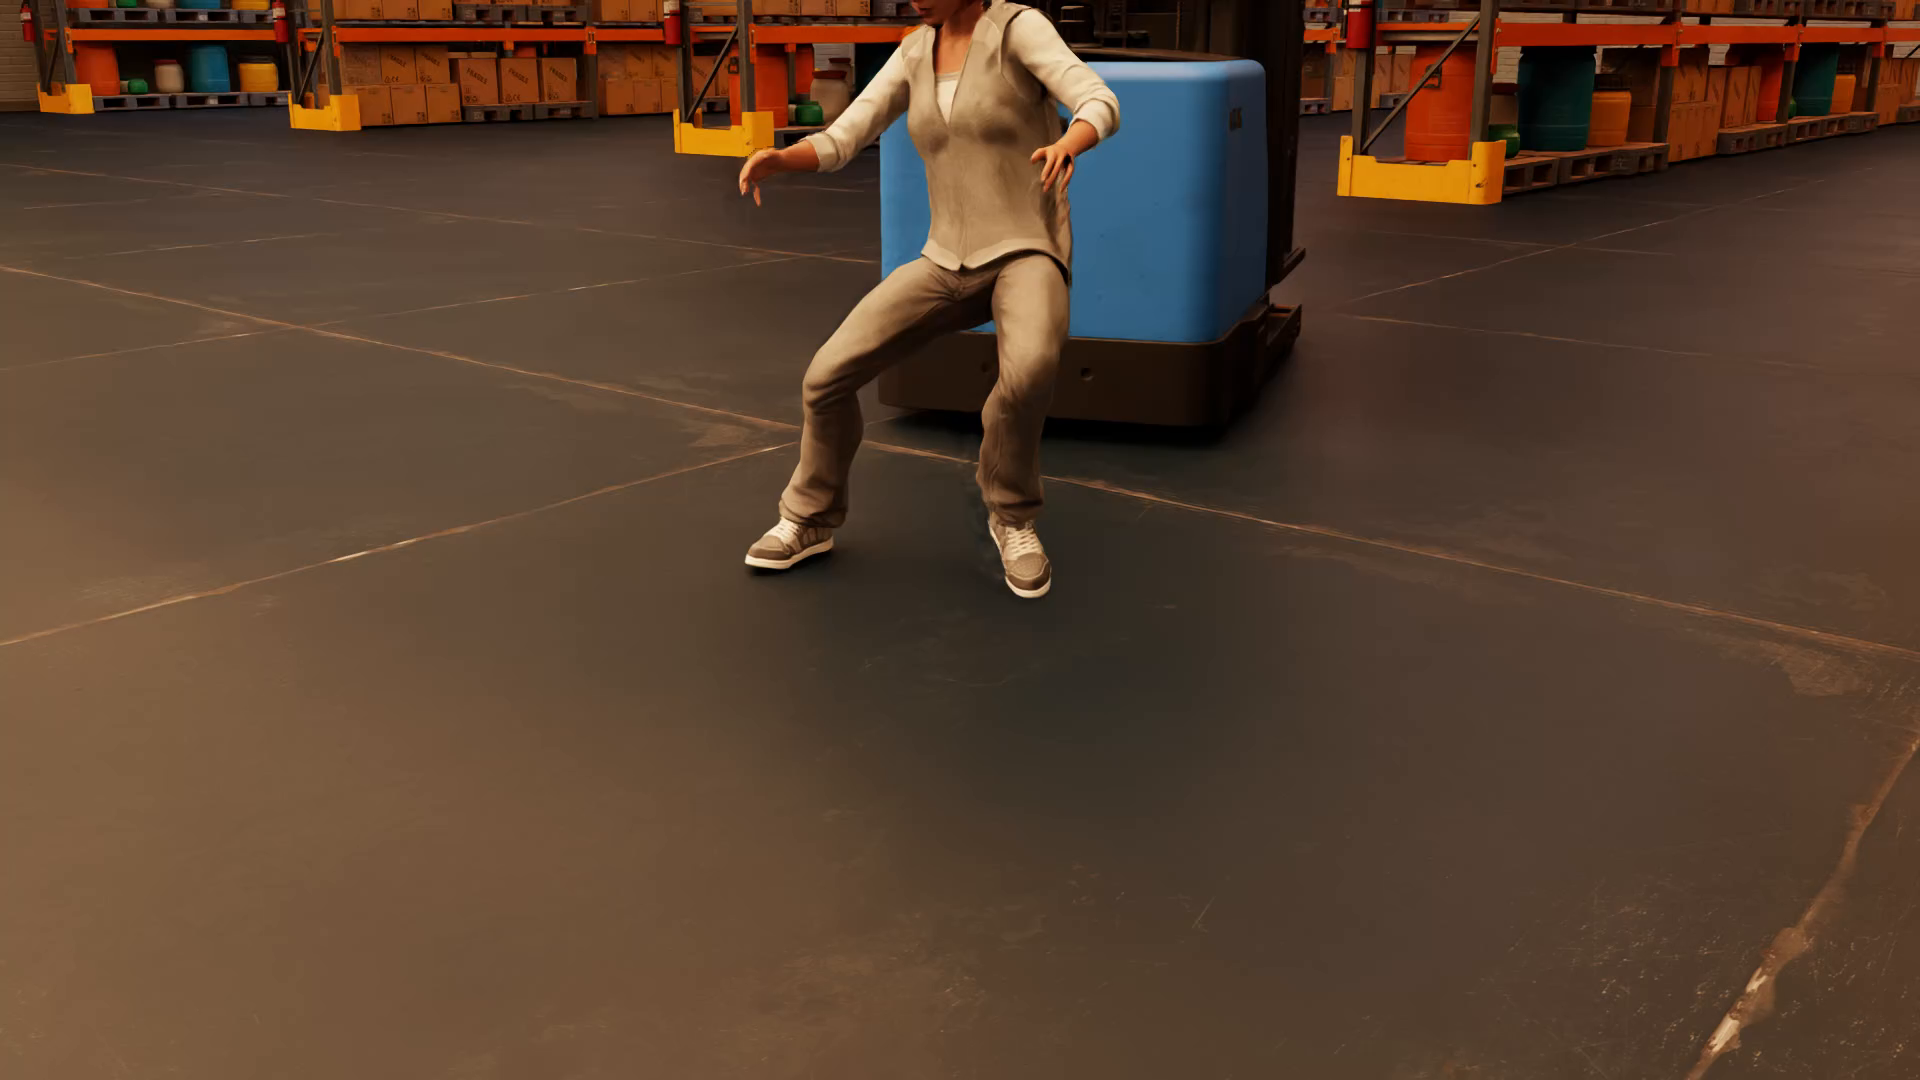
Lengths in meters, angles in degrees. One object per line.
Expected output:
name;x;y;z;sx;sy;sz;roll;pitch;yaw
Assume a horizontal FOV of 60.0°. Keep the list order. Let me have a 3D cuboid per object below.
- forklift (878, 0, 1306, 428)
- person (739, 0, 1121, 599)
forklift;0.682;-2.114;5.861;1.130;2.935;3.031;5;18;17
person;-0.062;-0.571;3.418;0.828;1.391;0.680;12;20;33
